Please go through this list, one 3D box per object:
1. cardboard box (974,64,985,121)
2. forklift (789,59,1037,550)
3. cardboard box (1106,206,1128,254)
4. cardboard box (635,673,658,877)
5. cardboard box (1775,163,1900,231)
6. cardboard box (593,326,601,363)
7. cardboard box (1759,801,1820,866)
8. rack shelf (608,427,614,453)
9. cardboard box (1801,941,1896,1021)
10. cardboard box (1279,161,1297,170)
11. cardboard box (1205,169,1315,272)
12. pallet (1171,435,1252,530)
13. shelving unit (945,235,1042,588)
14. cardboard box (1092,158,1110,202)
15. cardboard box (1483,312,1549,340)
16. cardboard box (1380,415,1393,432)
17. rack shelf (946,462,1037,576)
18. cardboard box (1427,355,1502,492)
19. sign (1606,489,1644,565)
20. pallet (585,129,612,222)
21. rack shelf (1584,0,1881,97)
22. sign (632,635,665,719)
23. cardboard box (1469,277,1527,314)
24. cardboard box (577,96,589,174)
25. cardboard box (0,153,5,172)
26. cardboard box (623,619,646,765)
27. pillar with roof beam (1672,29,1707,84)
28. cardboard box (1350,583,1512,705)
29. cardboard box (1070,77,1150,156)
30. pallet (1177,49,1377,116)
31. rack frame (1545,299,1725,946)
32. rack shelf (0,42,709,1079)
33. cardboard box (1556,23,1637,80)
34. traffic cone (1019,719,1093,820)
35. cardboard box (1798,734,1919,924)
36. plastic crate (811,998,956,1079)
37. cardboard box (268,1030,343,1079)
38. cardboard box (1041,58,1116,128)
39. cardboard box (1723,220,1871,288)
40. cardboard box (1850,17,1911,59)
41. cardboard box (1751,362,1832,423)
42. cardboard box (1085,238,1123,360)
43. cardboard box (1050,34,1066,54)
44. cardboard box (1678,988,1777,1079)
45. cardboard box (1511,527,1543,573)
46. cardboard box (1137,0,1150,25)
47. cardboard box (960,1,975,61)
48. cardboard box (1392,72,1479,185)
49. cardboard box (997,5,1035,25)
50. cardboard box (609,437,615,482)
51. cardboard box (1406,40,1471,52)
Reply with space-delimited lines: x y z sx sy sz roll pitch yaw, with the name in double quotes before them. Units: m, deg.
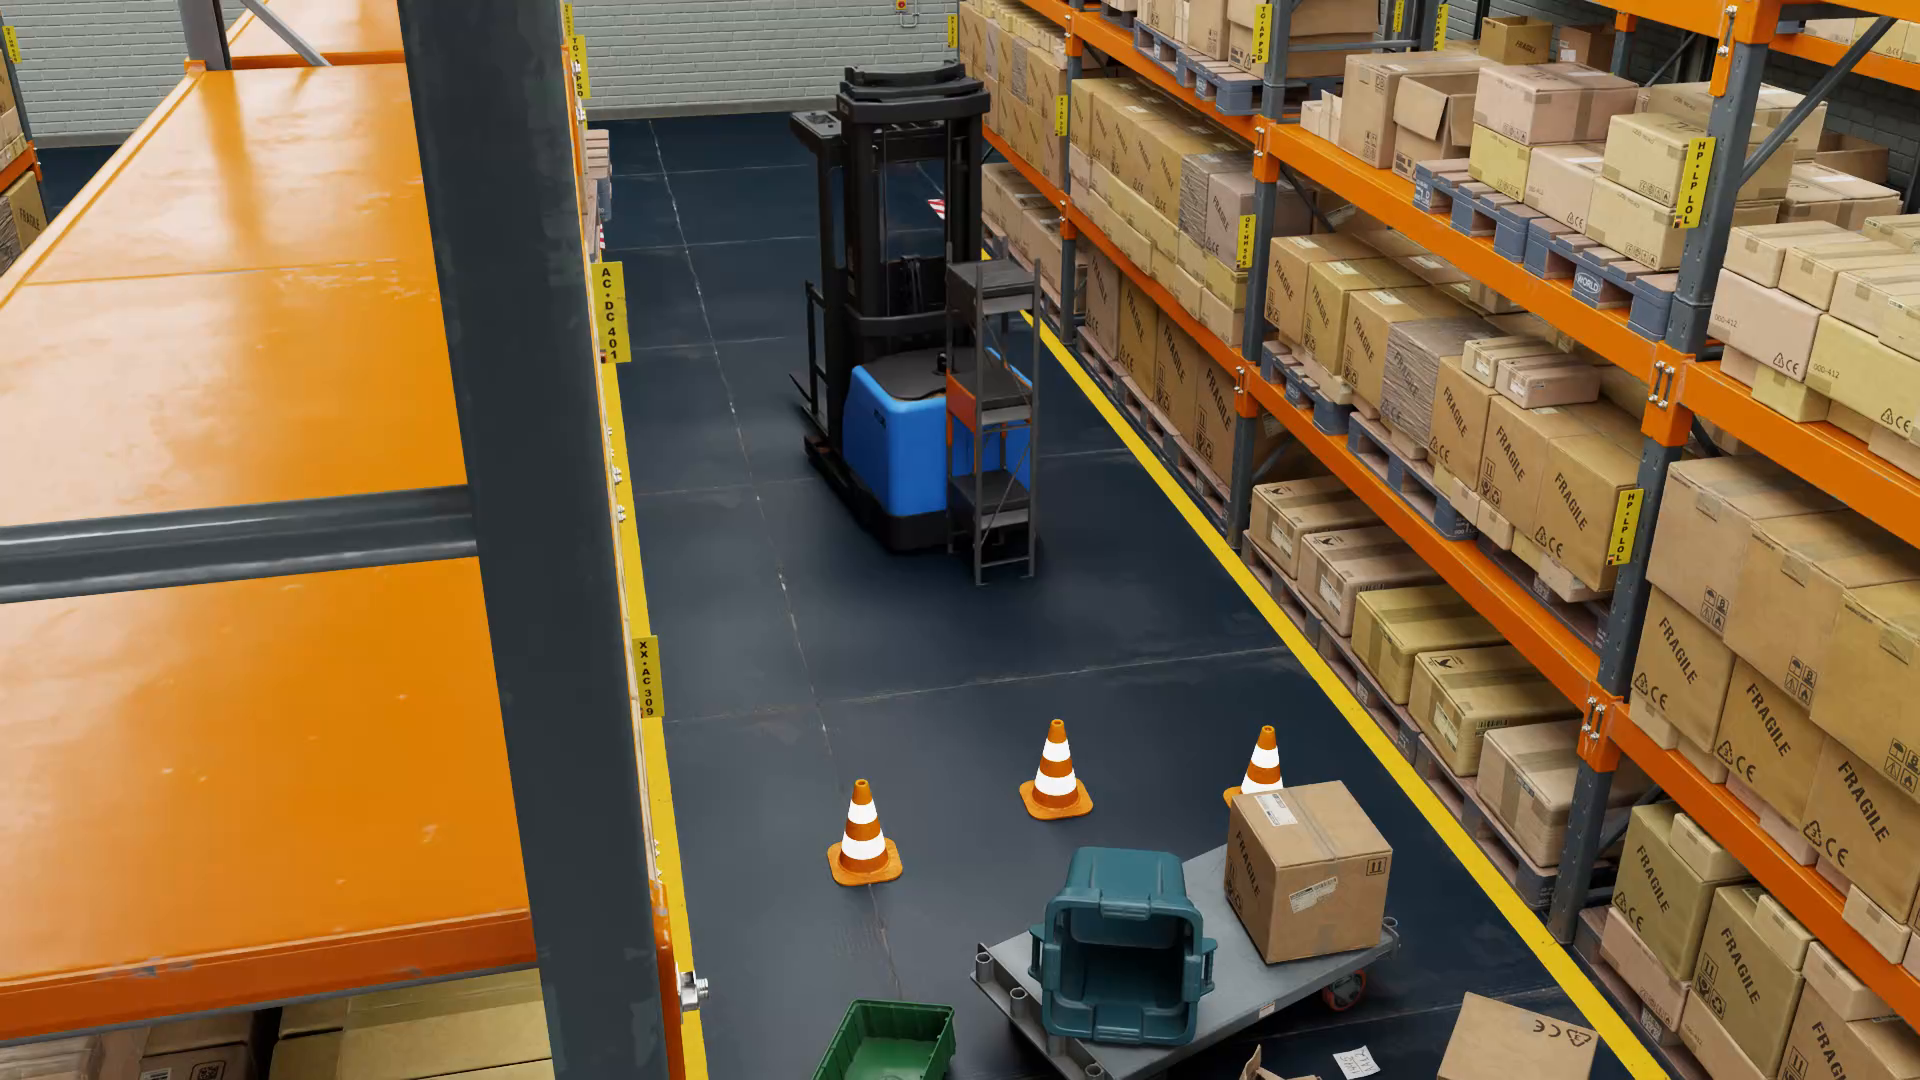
"cardboard box" 0.437 -4.444 16.460 0.500 0.500 0.500 -6 27 -12
"forklift" -0.501 -1.884 11.577 1.130 2.935 3.031 -10 28 -19
"cardboard box" 1.429 -2.361 12.613 0.500 0.250 0.500 -6 27 -12
"cardboard box" -1.342 0.803 4.812 0.875 0.550 0.550 -6 27 -12
"cardboard box" 3.430 -1.347 6.807 0.500 0.250 0.500 -7 28 -13
"cardboard box" -1.067 -0.399 4.046 0.380 0.149 0.250 -5 27 -11
"cardboard box" 3.149 1.024 6.017 0.380 0.149 0.250 -5 27 -10
"rack shelf" -2.981 -1.356 11.252 1.077 0.370 4.000 -6 27 -12
"cardboard box" 3.192 1.516 5.796 0.380 0.149 0.250 -4 27 -9
"cardboard box" 2.276 -2.295 11.094 0.500 0.500 0.500 -6 27 -11
"cardboard box" 1.899 -2.037 10.583 0.500 0.500 0.500 -7 28 -13
"pallet" 2.166 -0.455 11.763 1.003 0.211 1.213 -6 27 -12
"shelving unit" 0.195 -0.775 10.301 0.431 2.100 0.503 -10 28 -19
"cardboard box" 1.338 -2.810 12.947 0.500 0.250 0.500 -6 27 -11
"cardboard box" 3.007 -0.853 8.549 0.500 0.500 0.500 -7 28 -14
"cardboard box" 2.484 -0.667 8.901 0.380 0.149 0.250 -5 27 -10
"rack shelf" 0.195 -0.137 10.622 0.431 0.518 0.480 -10 28 -19
"cardboard box" 2.620 -0.579 8.008 0.500 0.500 0.500 -5 27 -10
"sign" 2.631 -0.049 6.580 0.100 0.325 0.005 -6 27 -12
"pallet" -2.333 -1.776 8.168 1.213 0.211 1.003 -5 27 -9
"rack shelf" 2.721 -2.646 7.595 1.077 0.370 4.000 -6 27 -12
"sign" -1.088 0.478 5.771 0.100 0.325 0.005 -6 27 -12
"cardboard box" 2.914 -1.311 8.738 0.380 0.149 0.250 -7 28 -14
"cardboard box" -2.002 -1.902 7.729 0.500 0.311 0.500 -6 27 -12
"cardboard box" -8.616 -3.282 14.549 0.380 0.149 0.250 -5 27 -11
"cardboard box" -0.720 0.273 2.715 0.380 0.149 0.250 -6 27 -12
"pillar with roof beam" 2.731 -6.246 13.484 9.100 9.000 0.400 -6 27 -12
"cardboard box" 2.727 0.545 9.137 0.950 0.372 0.625 -5 27 -10
"cardboard box" 1.188 -3.371 13.225 0.500 0.500 0.500 -6 27 -11
"pallet" 2.073 -2.878 10.350 1.213 0.211 1.003 -5 27 -9
"rack frame" 3.171 0.410 6.955 1.000 3.000 0.127 -6 27 -12
"rack shelf" -1.178 -0.343 3.032 1.077 0.370 4.000 -6 27 -12
"cardboard box" 6.127 -4.689 16.062 0.500 0.500 0.500 -7 28 -13
"traffic cone" 0.488 1.115 8.375 0.336 0.463 0.334 -6 27 -12
"cardboard box" 3.235 0.894 5.556 0.500 0.500 0.500 -6 27 -12
"plastic crate" -0.313 2.130 6.604 0.450 0.188 0.662 -2 25 20
"cardboard box" -0.586 0.838 2.037 0.500 0.250 0.500 -6 27 -12
"cardboard box" 0.993 -3.772 14.020 0.500 0.500 0.500 -6 27 -12
"cardboard box" 2.924 -1.001 5.817 0.380 0.149 0.250 -6 27 -13
"cardboard box" 6.639 -3.545 11.629 0.500 0.250 0.500 -6 27 -11
"cardboard box" 3.005 -0.534 5.776 0.380 0.149 0.250 -6 27 -12
"cardboard box" 1.586 -2.077 13.774 0.875 0.875 0.875 -5 27 -10
"cardboard box" 0.989 -4.223 14.193 0.380 0.149 0.250 -6 27 -12
"cardboard box" 3.173 1.970 6.451 0.500 0.250 0.500 -4 27 -9
"cardboard box" 2.744 0.019 7.542 0.380 0.149 0.250 -7 28 -13
"cardboard box" 1.439 -3.731 11.513 0.396 0.266 0.258 -4 27 -7
"cardboard box" 0.298 -5.109 16.670 0.500 0.500 0.500 -7 28 -13
"cardboard box" 2.642 -2.064 8.414 0.797 0.503 0.637 -6 27 -12
"cardboard box" 0.555 -4.884 15.503 0.380 0.149 0.250 -6 27 -11
"cardboard box" -1.118 -0.151 4.439 0.380 0.149 0.250 -6 27 -11
"cardboard box" 5.142 -5.203 17.912 0.500 0.250 0.500 -6 27 -11
